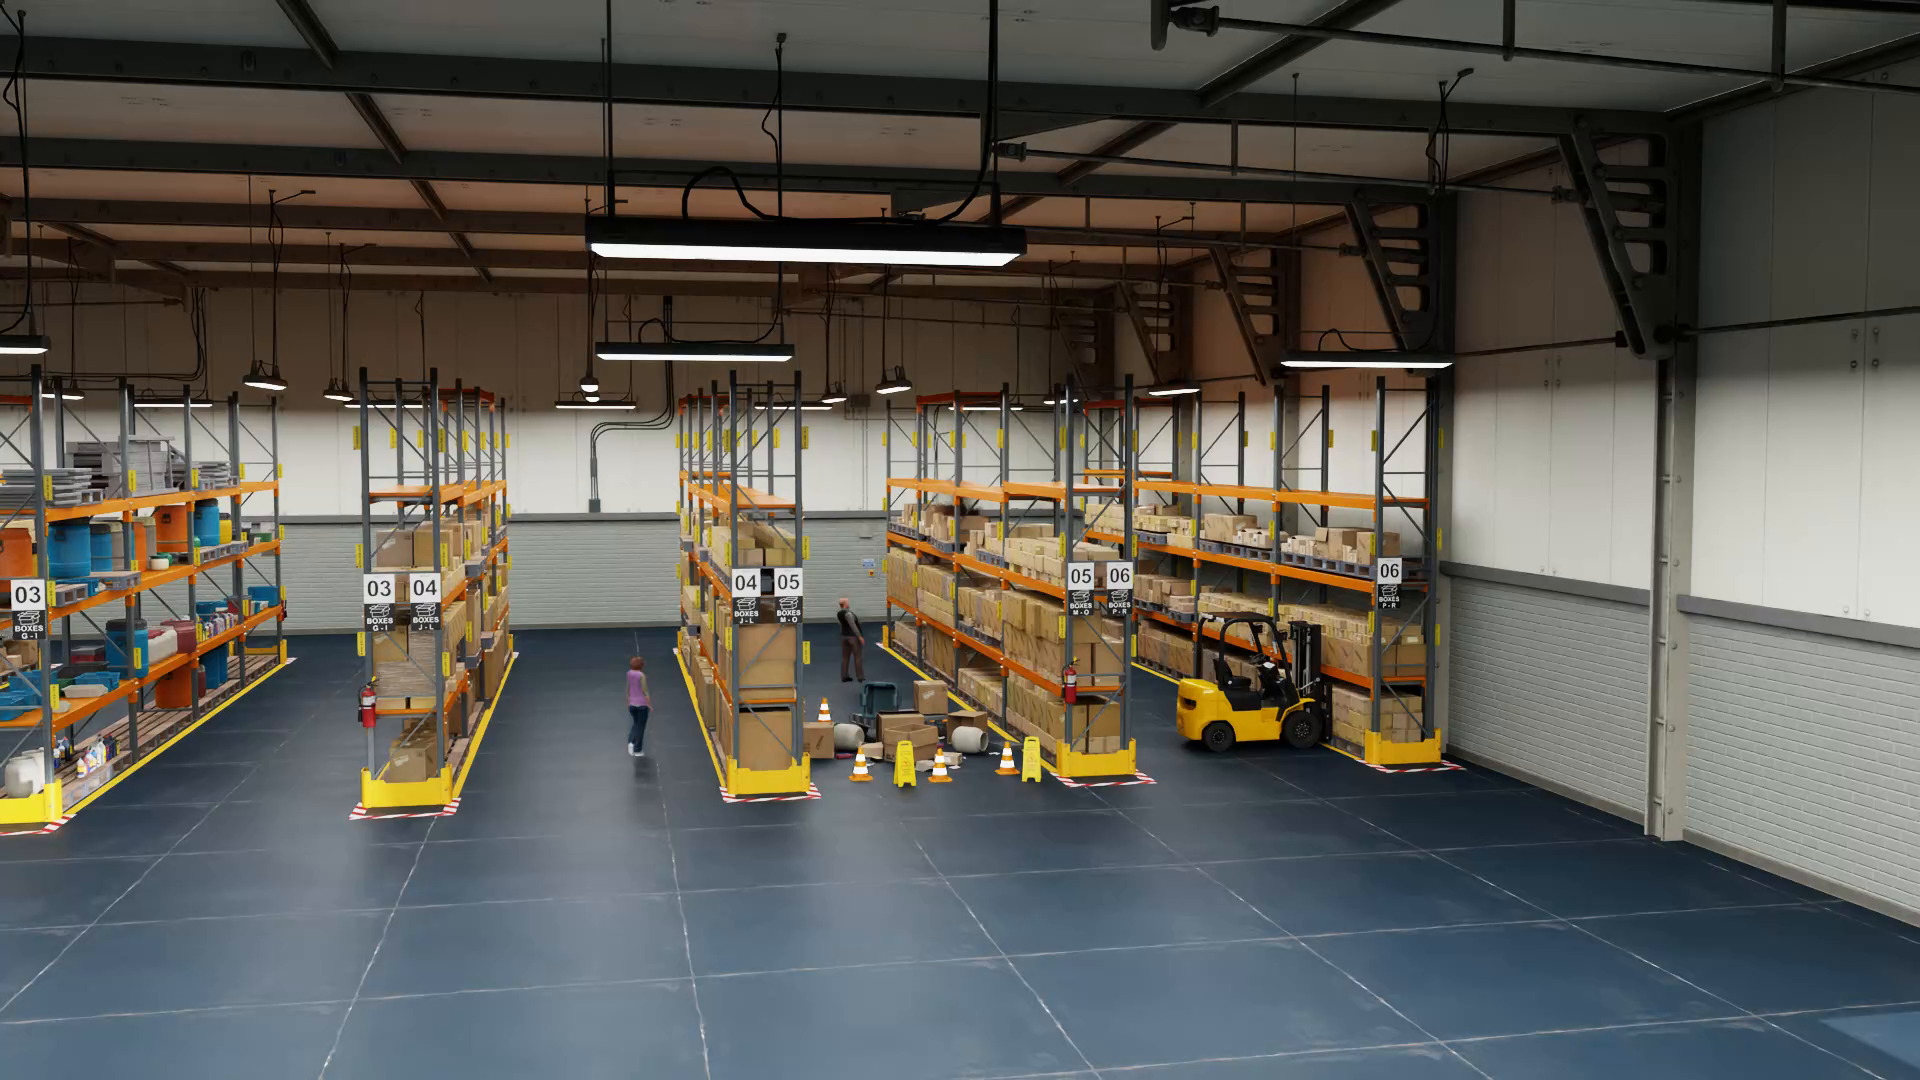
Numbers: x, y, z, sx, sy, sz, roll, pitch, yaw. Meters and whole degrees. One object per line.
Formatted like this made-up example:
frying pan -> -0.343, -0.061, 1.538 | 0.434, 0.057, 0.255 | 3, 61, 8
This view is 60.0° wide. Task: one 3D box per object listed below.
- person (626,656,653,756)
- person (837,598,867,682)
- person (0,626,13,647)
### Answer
person -> -5.075, 2.622, 26.324 | 0.438, 1.594, 0.390 | 1, 4, 21
person -> -2.161, 1.995, 33.194 | 0.649, 1.700, 0.509 | 3, 5, 41
person -> -21.747, 1.835, 38.325 | 0.807, 1.750, 0.551 | 2, 4, 26
